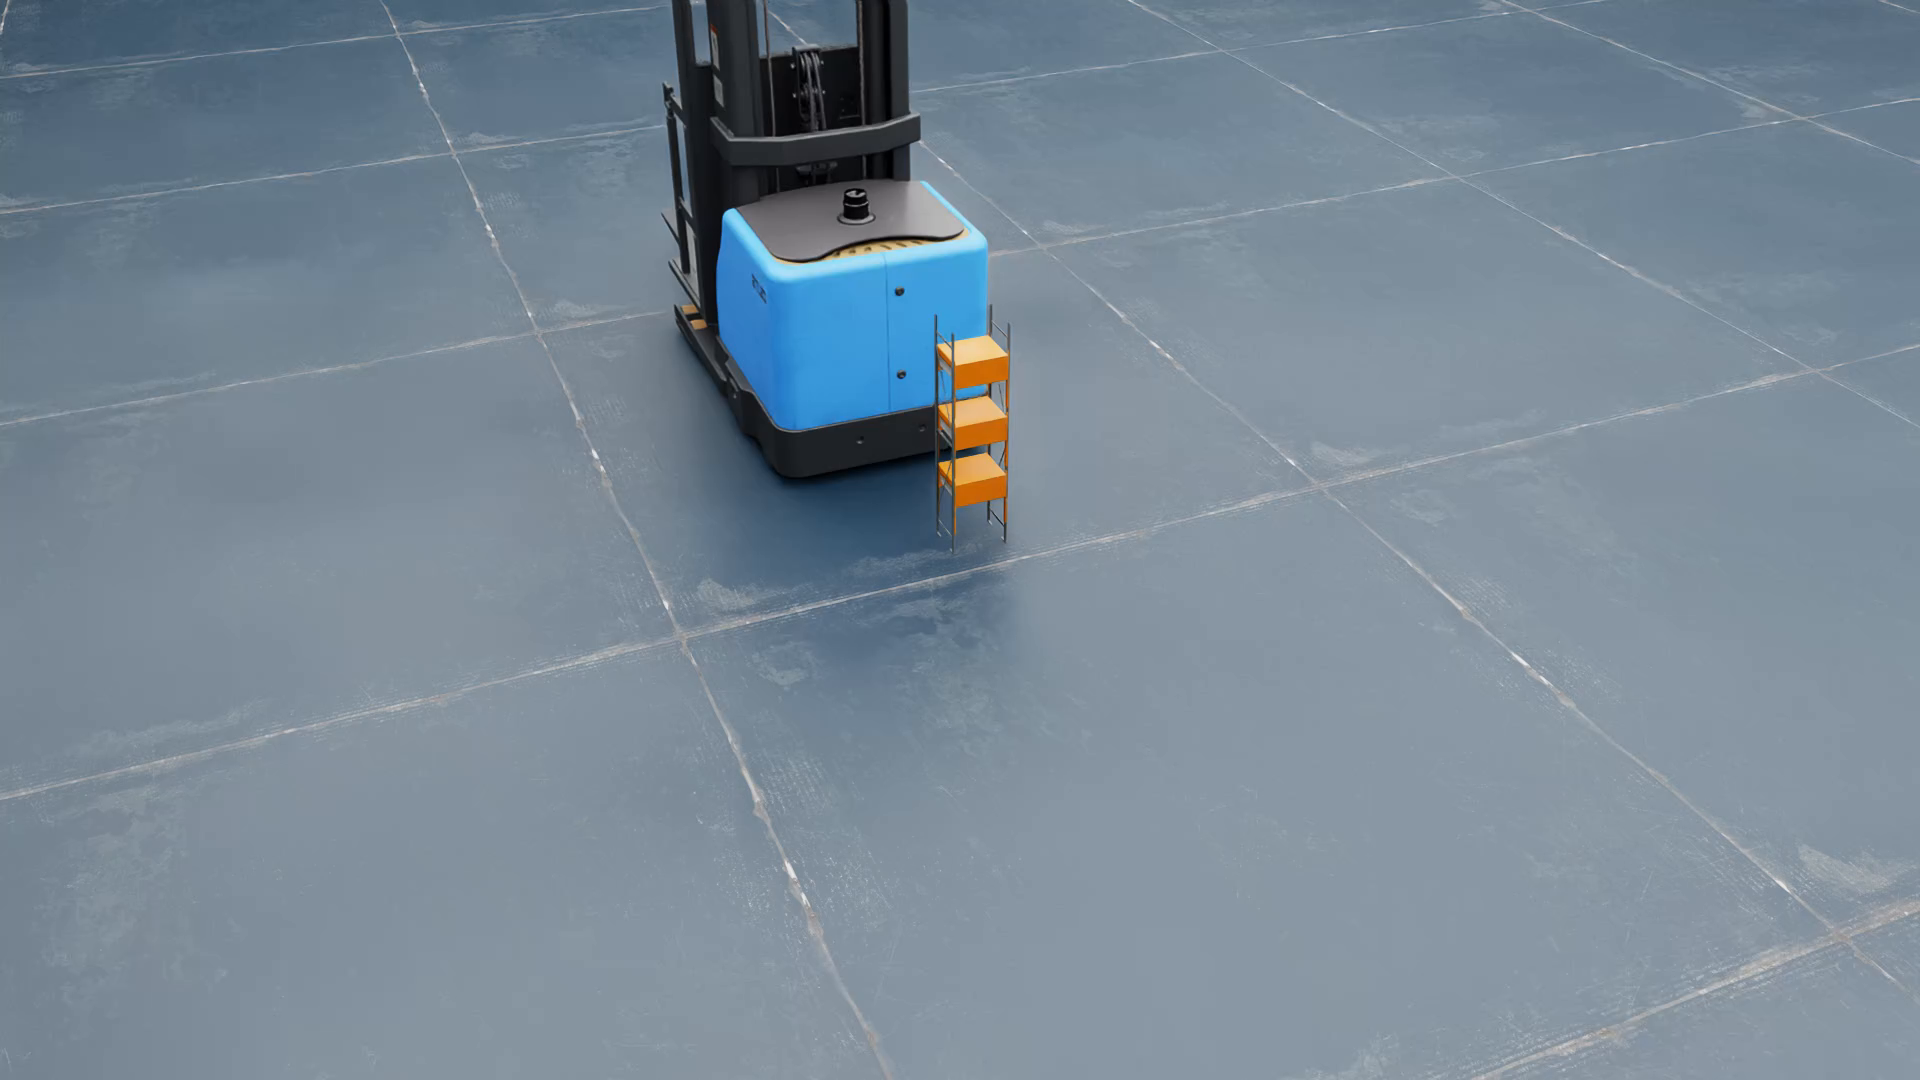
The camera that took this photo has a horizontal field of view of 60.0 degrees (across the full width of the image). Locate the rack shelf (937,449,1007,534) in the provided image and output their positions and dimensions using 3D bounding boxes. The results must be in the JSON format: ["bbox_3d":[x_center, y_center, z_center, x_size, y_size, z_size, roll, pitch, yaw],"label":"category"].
[{"bbox_3d":[0.049,-0.210,7.138,0.240,0.259,0.215,-13,35,-19],"label":"rack shelf"}]

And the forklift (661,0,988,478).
[{"bbox_3d":[-0.884,-2.306,8.106,1.130,2.935,3.031,-12,35,-18],"label":"forklift"}]

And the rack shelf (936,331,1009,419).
[{"bbox_3d":[0.049,-0.680,6.832,0.240,0.259,0.215,-13,35,-19],"label":"rack shelf"}]

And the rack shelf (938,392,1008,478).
[{"bbox_3d":[0.049,-0.442,6.987,0.240,0.259,0.215,-13,35,-19],"label":"rack shelf"}]

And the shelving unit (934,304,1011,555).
[{"bbox_3d":[0.049,-0.451,6.981,0.252,1.050,0.215,-13,35,-19],"label":"shelving unit"}]

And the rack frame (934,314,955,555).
[{"bbox_3d":[-0.063,-0.426,6.941,0.008,1.050,0.200,-13,35,-19],"label":"rack frame"}]

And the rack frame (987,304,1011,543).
[{"bbox_3d":[0.162,-0.477,7.021,0.008,1.050,0.200,-13,35,-19],"label":"rack frame"}]
